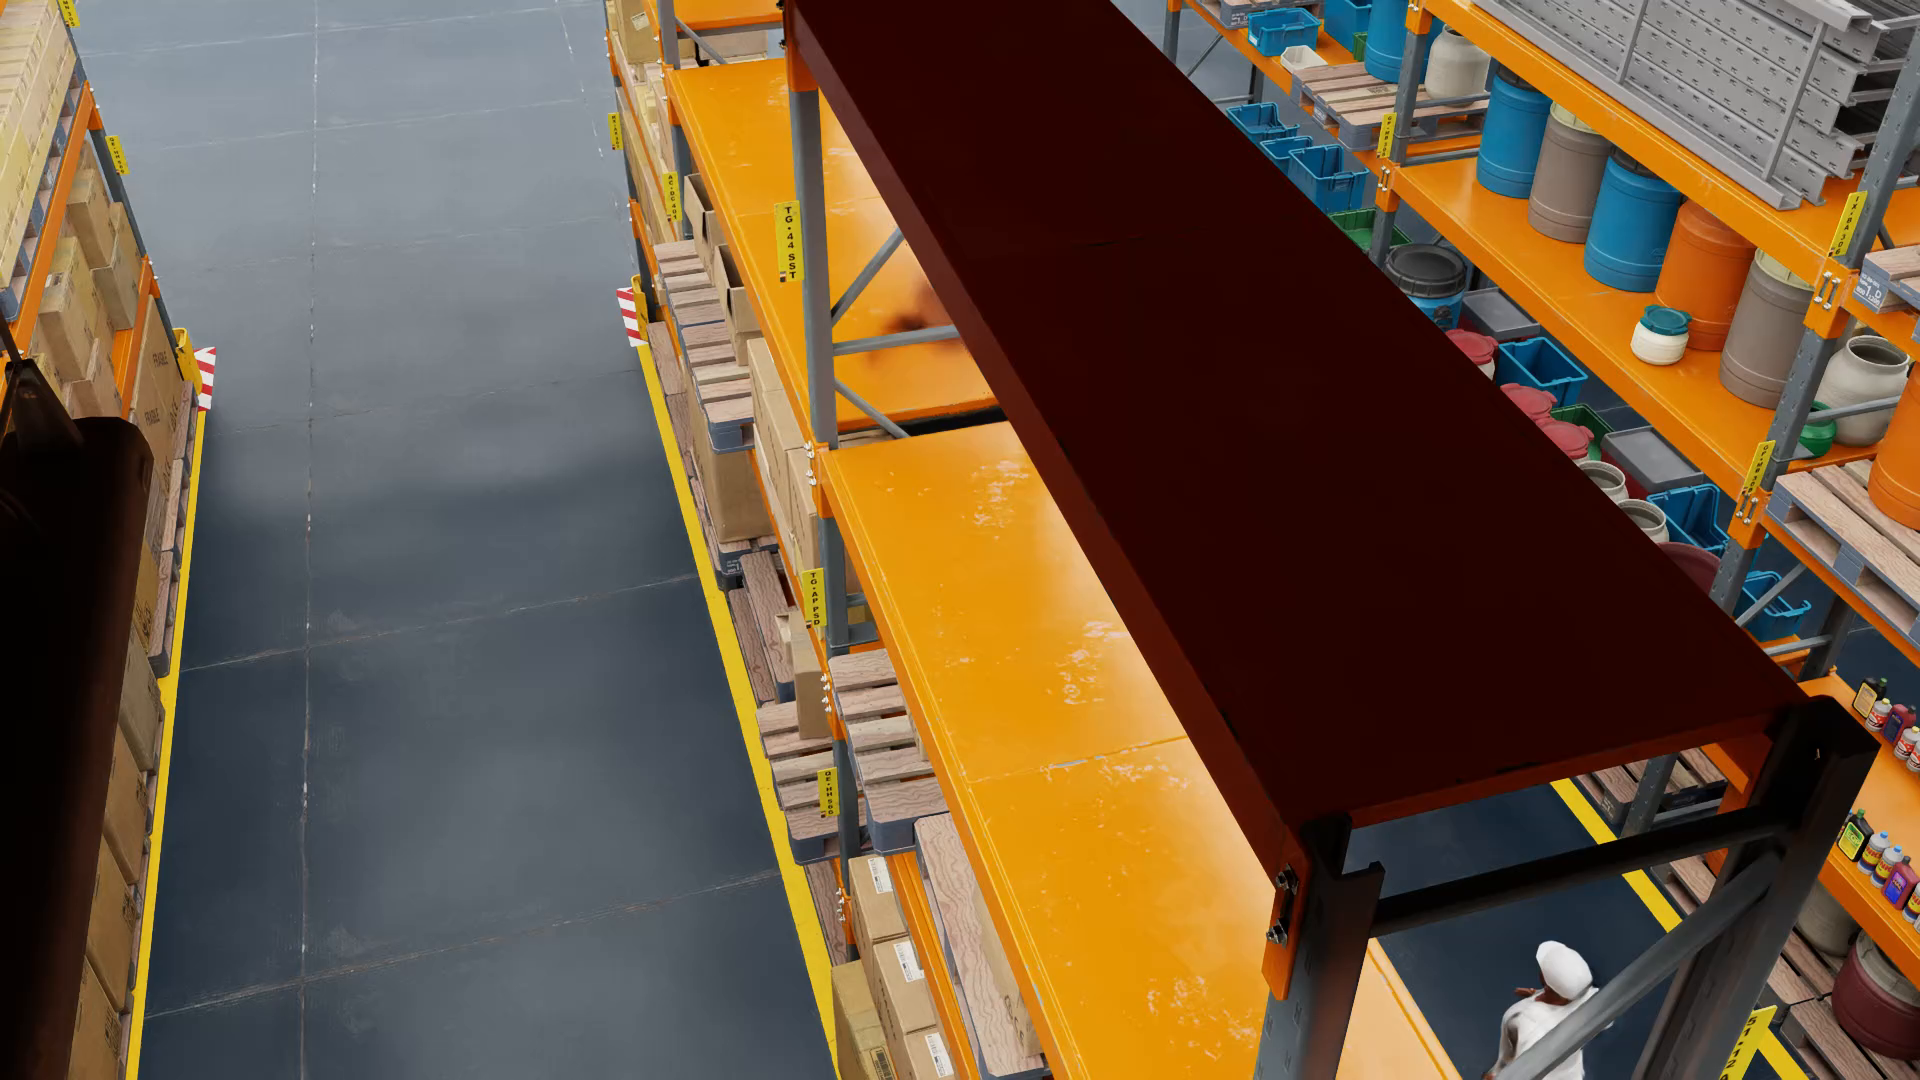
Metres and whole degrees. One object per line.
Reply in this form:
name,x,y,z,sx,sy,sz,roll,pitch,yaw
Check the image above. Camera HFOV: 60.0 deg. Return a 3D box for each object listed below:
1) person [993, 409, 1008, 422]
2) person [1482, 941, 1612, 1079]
person,0.221,-1.541,13.323,0.666,1.793,0.776,-19,42,-23
person,2.796,2.627,8.083,0.723,1.793,0.864,-15,41,-18
